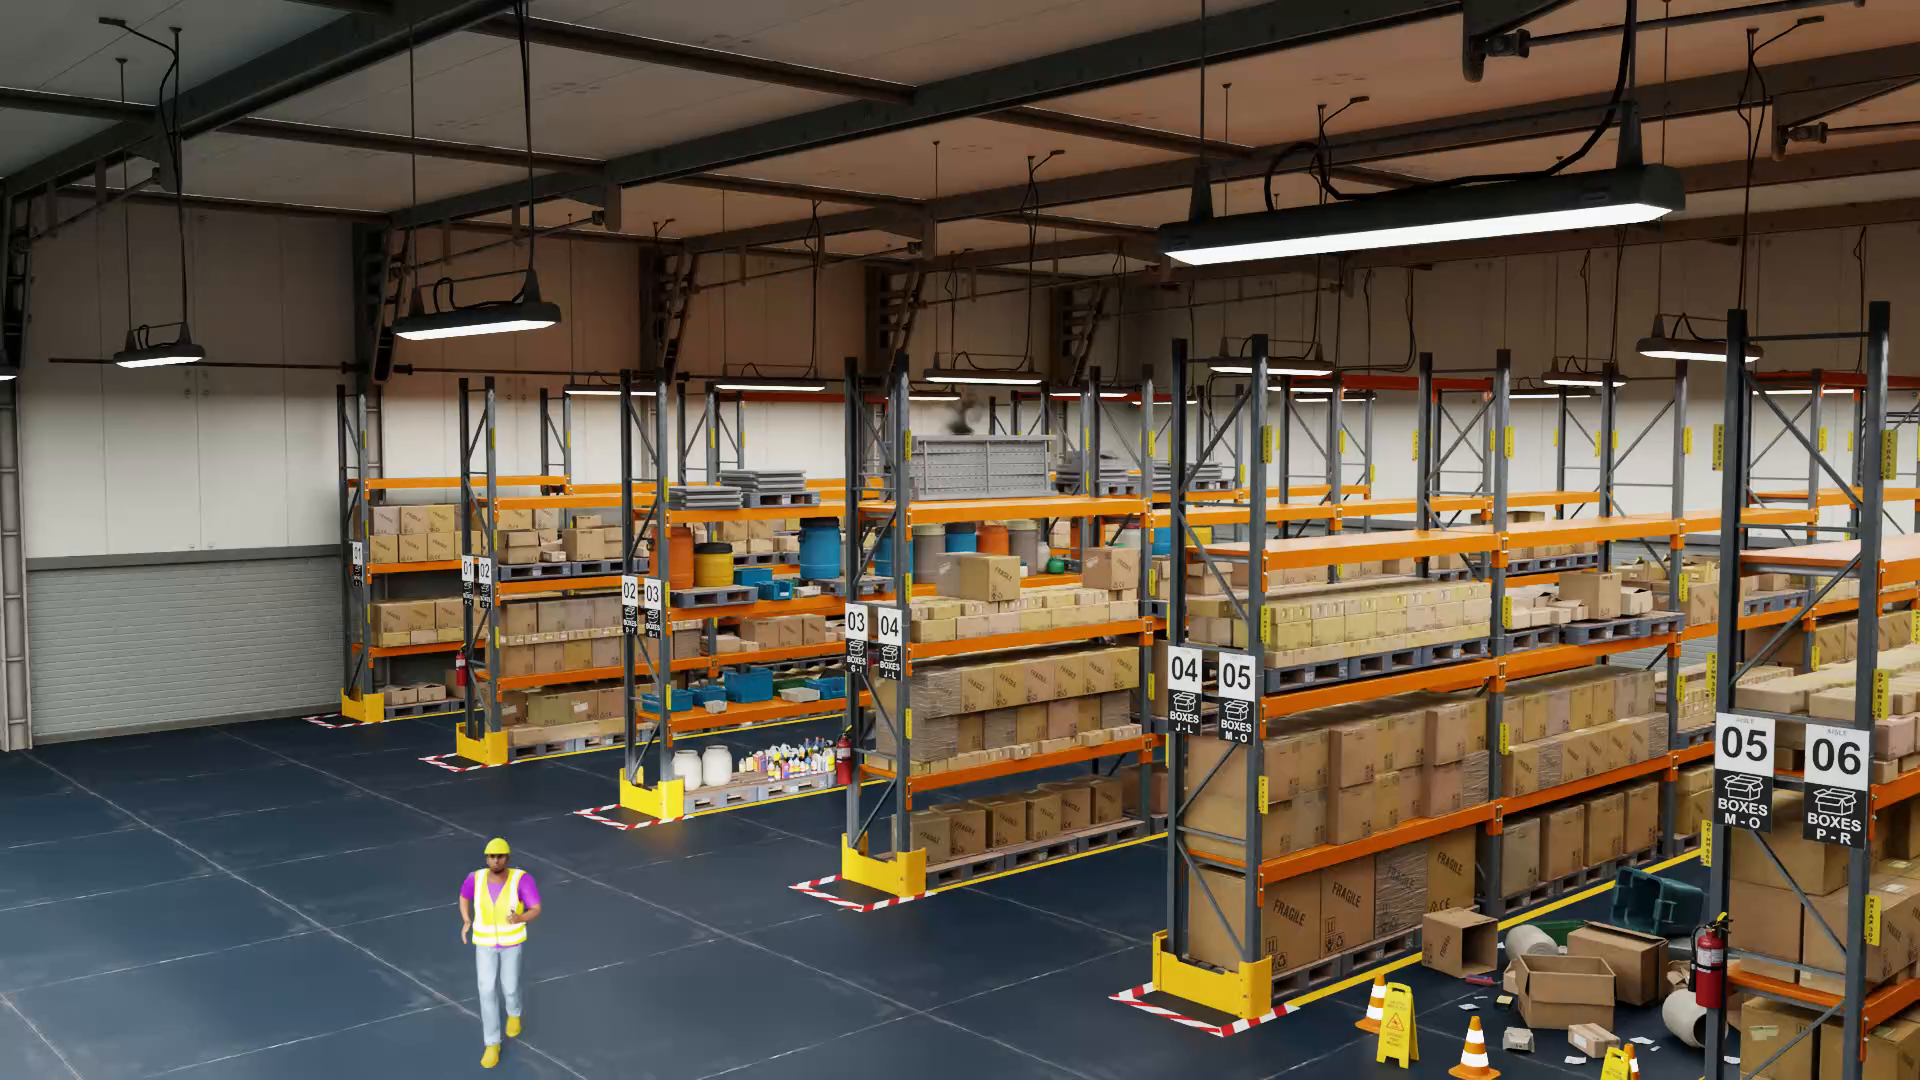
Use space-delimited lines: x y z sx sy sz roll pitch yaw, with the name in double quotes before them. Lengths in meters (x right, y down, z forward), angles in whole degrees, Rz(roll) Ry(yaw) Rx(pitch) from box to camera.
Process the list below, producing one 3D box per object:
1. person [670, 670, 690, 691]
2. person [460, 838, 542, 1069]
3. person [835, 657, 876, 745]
"person" -5.233 2.283 31.156 0.660 1.674 0.626 3 5 41
"person" -3.824 3.362 13.816 0.688 1.787 0.823 -1 4 -9
"person" -1.689 2.499 27.518 0.877 1.757 0.664 -3 5 -41
